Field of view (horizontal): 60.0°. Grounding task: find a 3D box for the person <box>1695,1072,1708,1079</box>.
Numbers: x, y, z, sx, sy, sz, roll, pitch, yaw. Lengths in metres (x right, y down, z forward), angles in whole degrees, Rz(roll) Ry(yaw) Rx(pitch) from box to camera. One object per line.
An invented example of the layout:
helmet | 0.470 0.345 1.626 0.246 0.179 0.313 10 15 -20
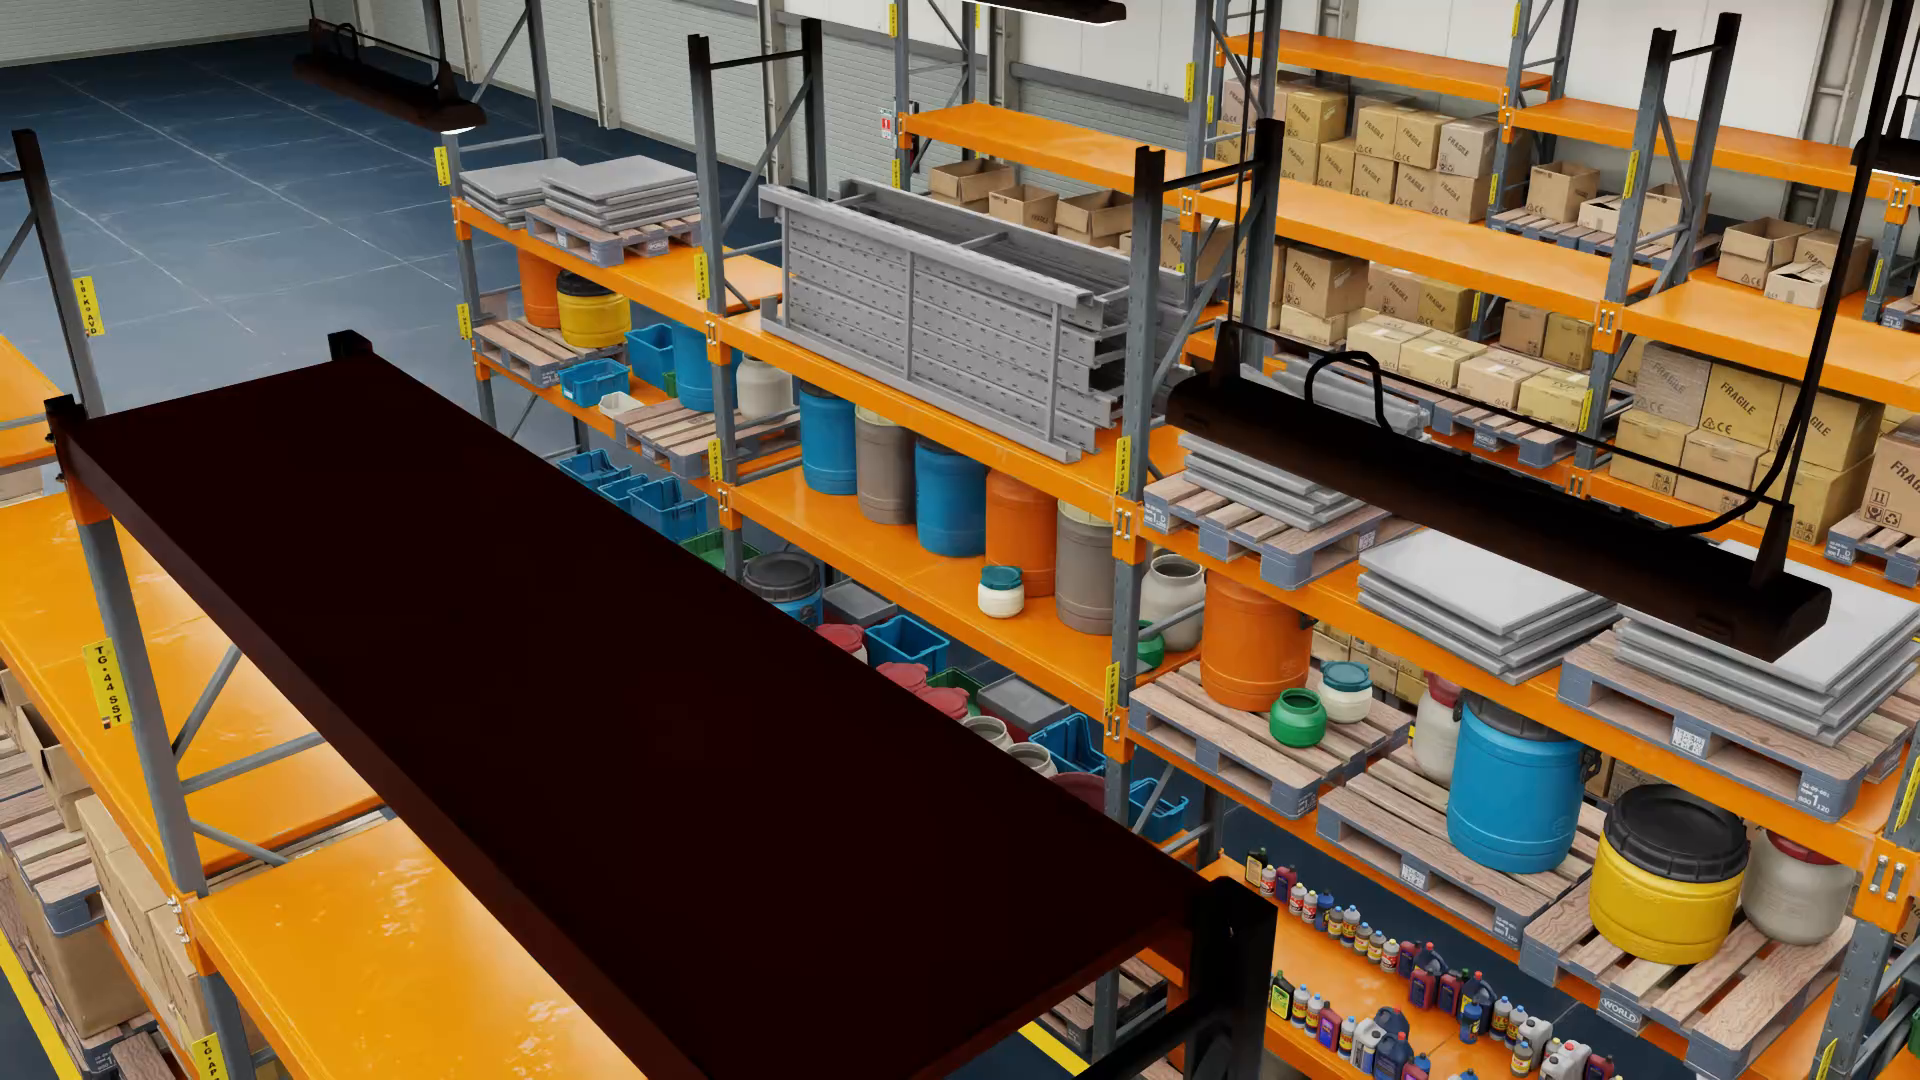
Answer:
person | 4.285 3.165 9.488 0.499 1.674 0.517 5 27 10
